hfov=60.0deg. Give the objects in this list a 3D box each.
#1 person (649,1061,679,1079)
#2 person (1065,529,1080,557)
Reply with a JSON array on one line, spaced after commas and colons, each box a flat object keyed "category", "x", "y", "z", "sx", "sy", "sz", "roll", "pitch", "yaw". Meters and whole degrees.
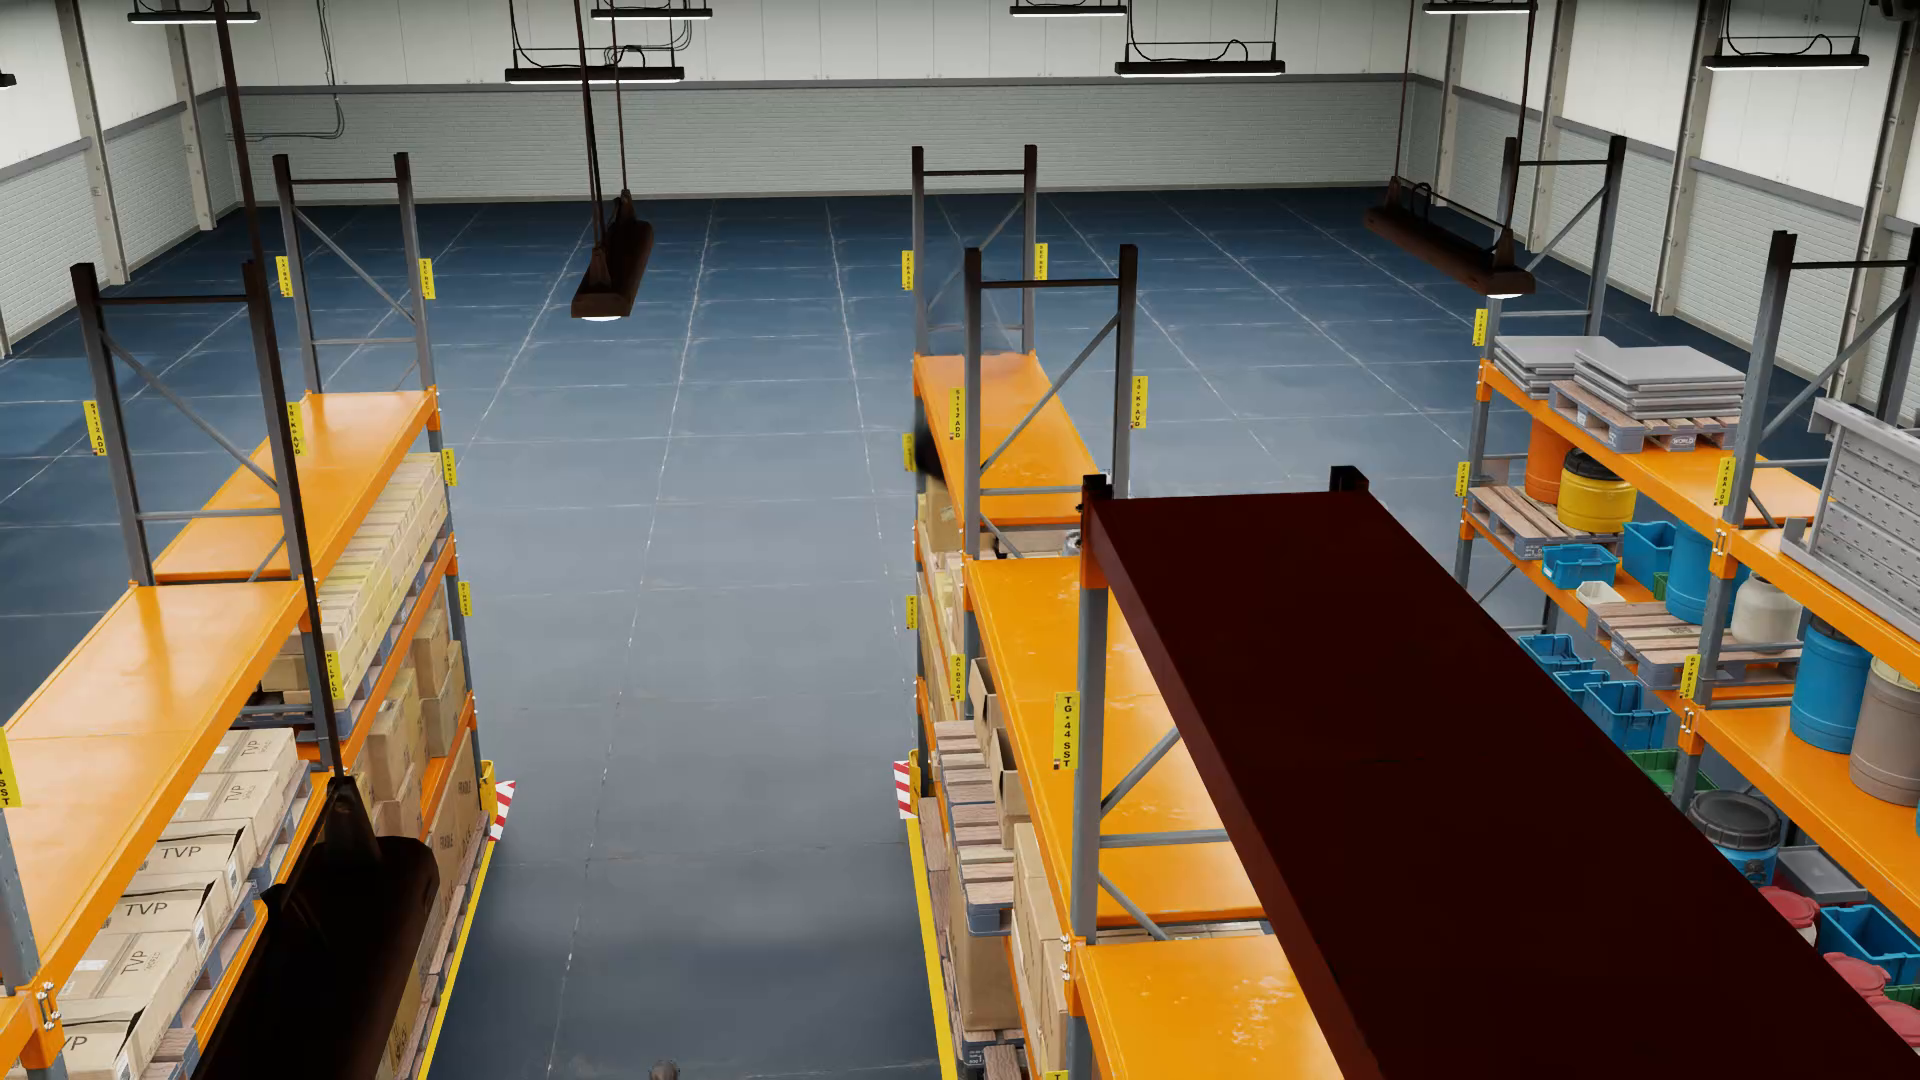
[{"category": "person", "x": -1.728, "y": 3.788, "z": 9.887, "sx": 0.559, "sy": 1.670, "sz": 0.694, "roll": -3, "pitch": 22, "yaw": -8}, {"category": "person", "x": 1.425, "y": 0.026, "z": 19.291, "sx": 0.690, "sy": 1.732, "sz": 0.691, "roll": 7, "pitch": 23, "yaw": 18}]
